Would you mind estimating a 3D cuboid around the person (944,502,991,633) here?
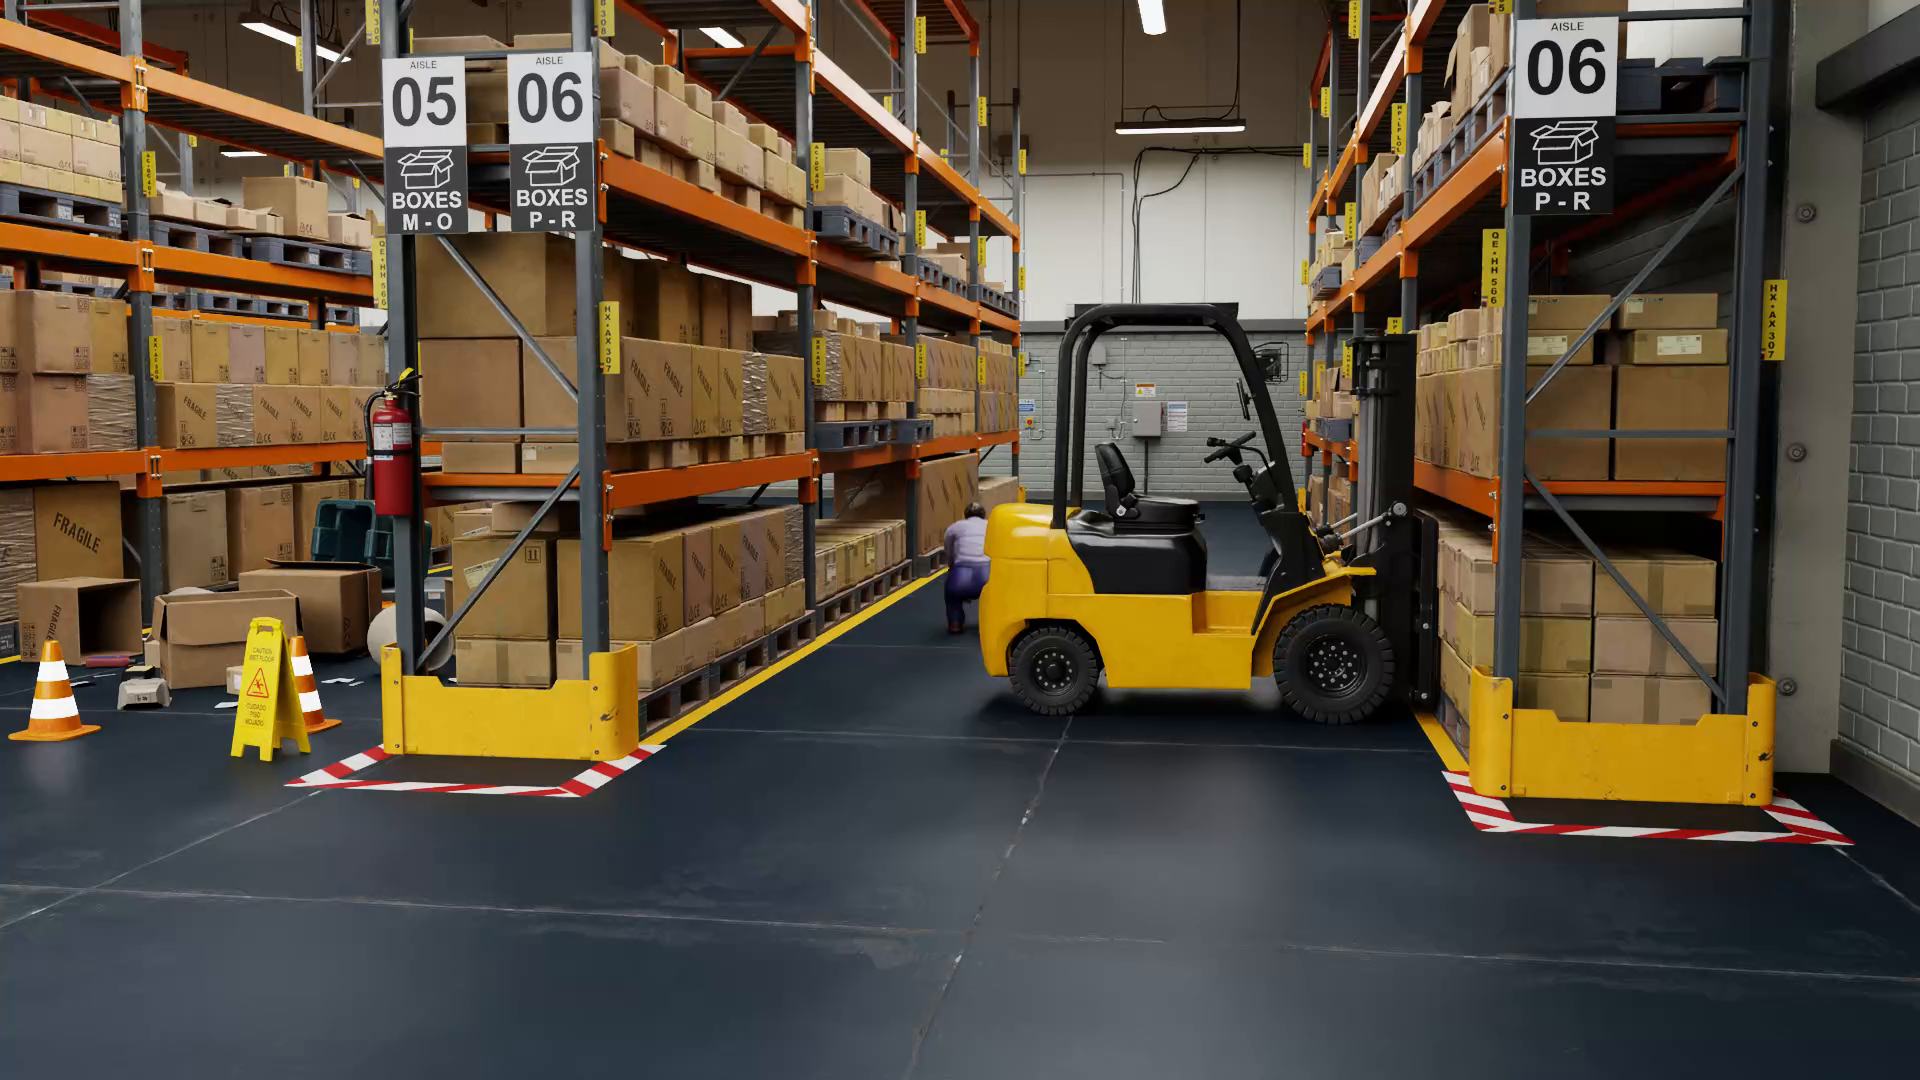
[{"bbox_3d":[0.124,0.200,12.093,0.529,0.929,0.818,1,5,9],"label":"person"}]
